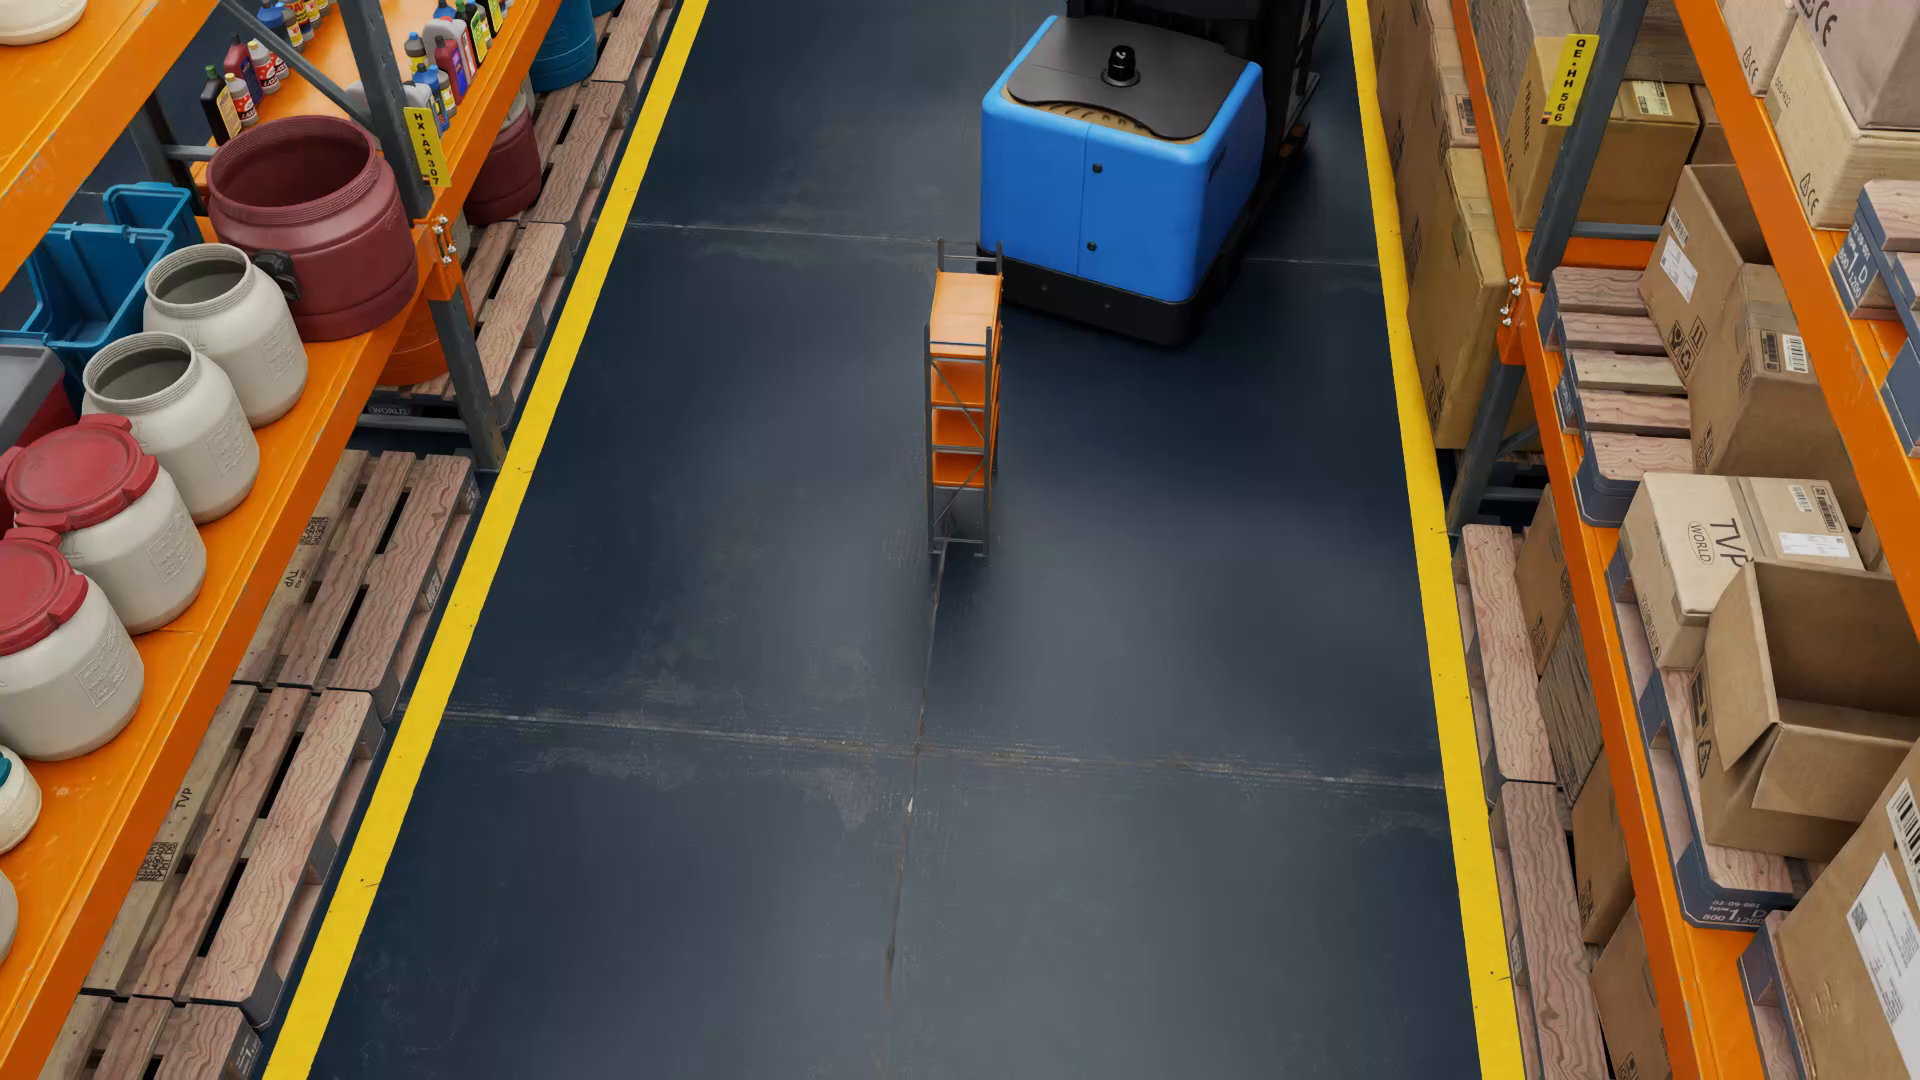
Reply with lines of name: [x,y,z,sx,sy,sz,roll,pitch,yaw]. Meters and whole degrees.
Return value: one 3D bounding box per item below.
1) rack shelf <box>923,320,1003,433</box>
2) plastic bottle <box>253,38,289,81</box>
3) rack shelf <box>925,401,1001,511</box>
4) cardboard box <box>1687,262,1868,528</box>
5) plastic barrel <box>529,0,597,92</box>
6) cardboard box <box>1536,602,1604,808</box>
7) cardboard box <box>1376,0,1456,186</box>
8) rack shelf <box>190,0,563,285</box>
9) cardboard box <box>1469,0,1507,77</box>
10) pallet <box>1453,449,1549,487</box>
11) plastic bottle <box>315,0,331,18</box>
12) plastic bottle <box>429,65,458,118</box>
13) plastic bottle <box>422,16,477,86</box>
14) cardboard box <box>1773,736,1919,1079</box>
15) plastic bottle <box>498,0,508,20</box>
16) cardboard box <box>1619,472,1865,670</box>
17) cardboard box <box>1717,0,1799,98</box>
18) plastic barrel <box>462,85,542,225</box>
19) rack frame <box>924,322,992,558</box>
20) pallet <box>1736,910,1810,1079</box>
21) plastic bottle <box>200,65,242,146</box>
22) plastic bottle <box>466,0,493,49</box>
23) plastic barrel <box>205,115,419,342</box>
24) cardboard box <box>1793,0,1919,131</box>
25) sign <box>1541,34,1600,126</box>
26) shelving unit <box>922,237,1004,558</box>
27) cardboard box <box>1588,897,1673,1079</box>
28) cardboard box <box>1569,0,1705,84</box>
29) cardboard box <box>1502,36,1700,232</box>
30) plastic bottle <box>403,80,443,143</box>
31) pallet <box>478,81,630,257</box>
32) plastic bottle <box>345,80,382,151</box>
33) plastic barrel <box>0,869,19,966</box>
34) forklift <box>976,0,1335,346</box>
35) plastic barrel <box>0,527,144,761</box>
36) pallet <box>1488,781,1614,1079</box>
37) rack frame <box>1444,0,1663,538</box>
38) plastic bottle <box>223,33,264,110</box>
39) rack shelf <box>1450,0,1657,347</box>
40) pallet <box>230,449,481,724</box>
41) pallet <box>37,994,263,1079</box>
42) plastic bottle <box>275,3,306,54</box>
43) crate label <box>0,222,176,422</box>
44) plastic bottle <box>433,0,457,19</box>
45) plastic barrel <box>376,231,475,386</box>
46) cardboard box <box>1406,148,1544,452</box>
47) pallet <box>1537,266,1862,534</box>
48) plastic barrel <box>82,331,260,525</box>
rack shelf: [0.015,-0.632,6.329,0.258,0.148,0.480,4,48,4]
plastic bottle: [-2.768,-1.953,6.664,0.097,0.201,0.097,0,48,0]
rack shelf: [0.015,-0.347,6.641,0.258,0.148,0.480,4,48,4]
cardboard box: [2.533,-0.395,4.752,0.700,0.500,0.500,10,48,9]
plastic barrel: [-2.205,-2.823,8.463,0.600,0.901,0.708,4,48,4]
cardboard box: [2.415,0.561,5.626,0.700,0.500,0.500,0,48,0]
cardboard box: [2.739,-2.272,7.976,1.225,0.875,0.875,2,48,2]
rack shelf: [-2.256,-2.596,7.605,1.077,0.370,4.000,4,48,4]
cardboard box: [2.387,-2.197,6.685,0.500,0.500,0.500,2,48,2]
pallet: [2.641,-0.669,7.245,1.003,0.211,1.213,4,48,4]
plastic bottle: [-2.724,-2.310,6.991,0.097,0.201,0.097,0,48,0]
plastic bottle: [-2.031,-1.753,6.481,0.097,0.201,0.097,0,48,0]
plastic bottle: [-2.035,-1.963,6.623,0.152,0.276,0.135,4,48,4]
cardboard box: [2.341,0.985,3.151,1.000,1.000,1.000,4,48,4]
plastic bottle: [-1.964,-2.313,6.946,0.097,0.271,0.097,0,48,0]
cardboard box: [2.112,0.089,4.479,0.500,0.250,0.500,3,48,2]
cardboard box: [2.150,-1.292,3.994,0.500,0.250,0.500,5,48,4]
plastic barrel: [-2.308,-1.887,7.819,0.600,0.588,0.708,4,48,4]
rack frame: [-0.007,-0.347,6.280,0.240,1.200,0.015,4,48,4]
pallet: [2.344,1.416,3.578,1.003,0.211,1.213,4,48,4]
plastic bottle: [-2.827,-1.656,6.337,0.061,0.283,0.133,4,48,4]
plastic bottle: [-1.985,-2.120,6.816,0.097,0.201,0.097,0,48,0]
plastic barrel: [-2.179,-1.054,5.615,0.600,0.536,0.708,4,48,4]
cardboard box: [2.106,-1.180,3.383,0.500,0.500,0.500,3,48,2]
sign: [1.941,-1.462,5.295,0.100,0.325,0.005,4,48,4]
shelving unit: [0.015,-0.527,6.444,0.258,1.200,0.503,4,48,4]
cardboard box: [2.319,1.388,4.869,0.700,0.500,0.500,0,48,0]
cardboard box: [2.577,-1.944,5.774,0.797,0.503,0.637,5,48,5]
cardboard box: [2.292,-1.449,6.001,0.500,0.500,0.500,5,48,5]
plastic bottle: [-2.077,-1.623,6.312,0.152,0.276,0.135,4,48,4]
pallet: [-2.294,-1.904,8.374,1.003,0.211,1.213,4,48,4]
plastic bottle: [-2.229,-1.634,6.321,0.152,0.276,0.135,4,48,4]
plastic barrel: [-2.498,0.836,3.886,0.433,0.535,0.433,0,48,0]
forklift: [1.149,-2.965,7.502,1.130,2.935,3.031,19,50,16]
plastic barrel: [-2.431,0.297,4.379,0.433,0.535,0.433,0,48,0]
pallet: [2.307,1.373,5.377,1.003,0.211,1.213,4,48,4]
rack frame: [2.494,-1.036,5.691,1.000,3.000,0.127,4,48,4]
plastic bottle: [-2.806,-1.825,6.492,0.061,0.283,0.133,4,48,4]
rack shelf: [2.676,-2.263,7.300,1.077,0.370,4.000,4,48,4]
pallet: [-2.548,0.139,6.506,1.003,0.211,1.213,4,48,4]
pallet: [-2.770,1.932,4.866,1.003,0.211,1.213,4,48,4]
plastic bottle: [-2.750,-2.096,6.795,0.097,0.201,0.097,0,48,0]
crate label: [-2.798,-0.669,5.331,0.502,0.435,0.616,4,48,4]
plastic bottle: [-2.058,-2.049,6.705,0.097,0.271,0.097,0,48,0]
plastic barrel: [-2.411,-1.139,6.971,0.600,0.830,0.708,4,48,4]
cardboard box: [2.577,-0.966,6.782,1.225,0.875,0.875,2,48,2]
pallet: [2.535,-0.440,5.276,1.213,0.211,1.003,4,48,4]
plastic barrel: [-2.358,-0.327,4.966,0.421,0.512,0.421,0,48,0]
